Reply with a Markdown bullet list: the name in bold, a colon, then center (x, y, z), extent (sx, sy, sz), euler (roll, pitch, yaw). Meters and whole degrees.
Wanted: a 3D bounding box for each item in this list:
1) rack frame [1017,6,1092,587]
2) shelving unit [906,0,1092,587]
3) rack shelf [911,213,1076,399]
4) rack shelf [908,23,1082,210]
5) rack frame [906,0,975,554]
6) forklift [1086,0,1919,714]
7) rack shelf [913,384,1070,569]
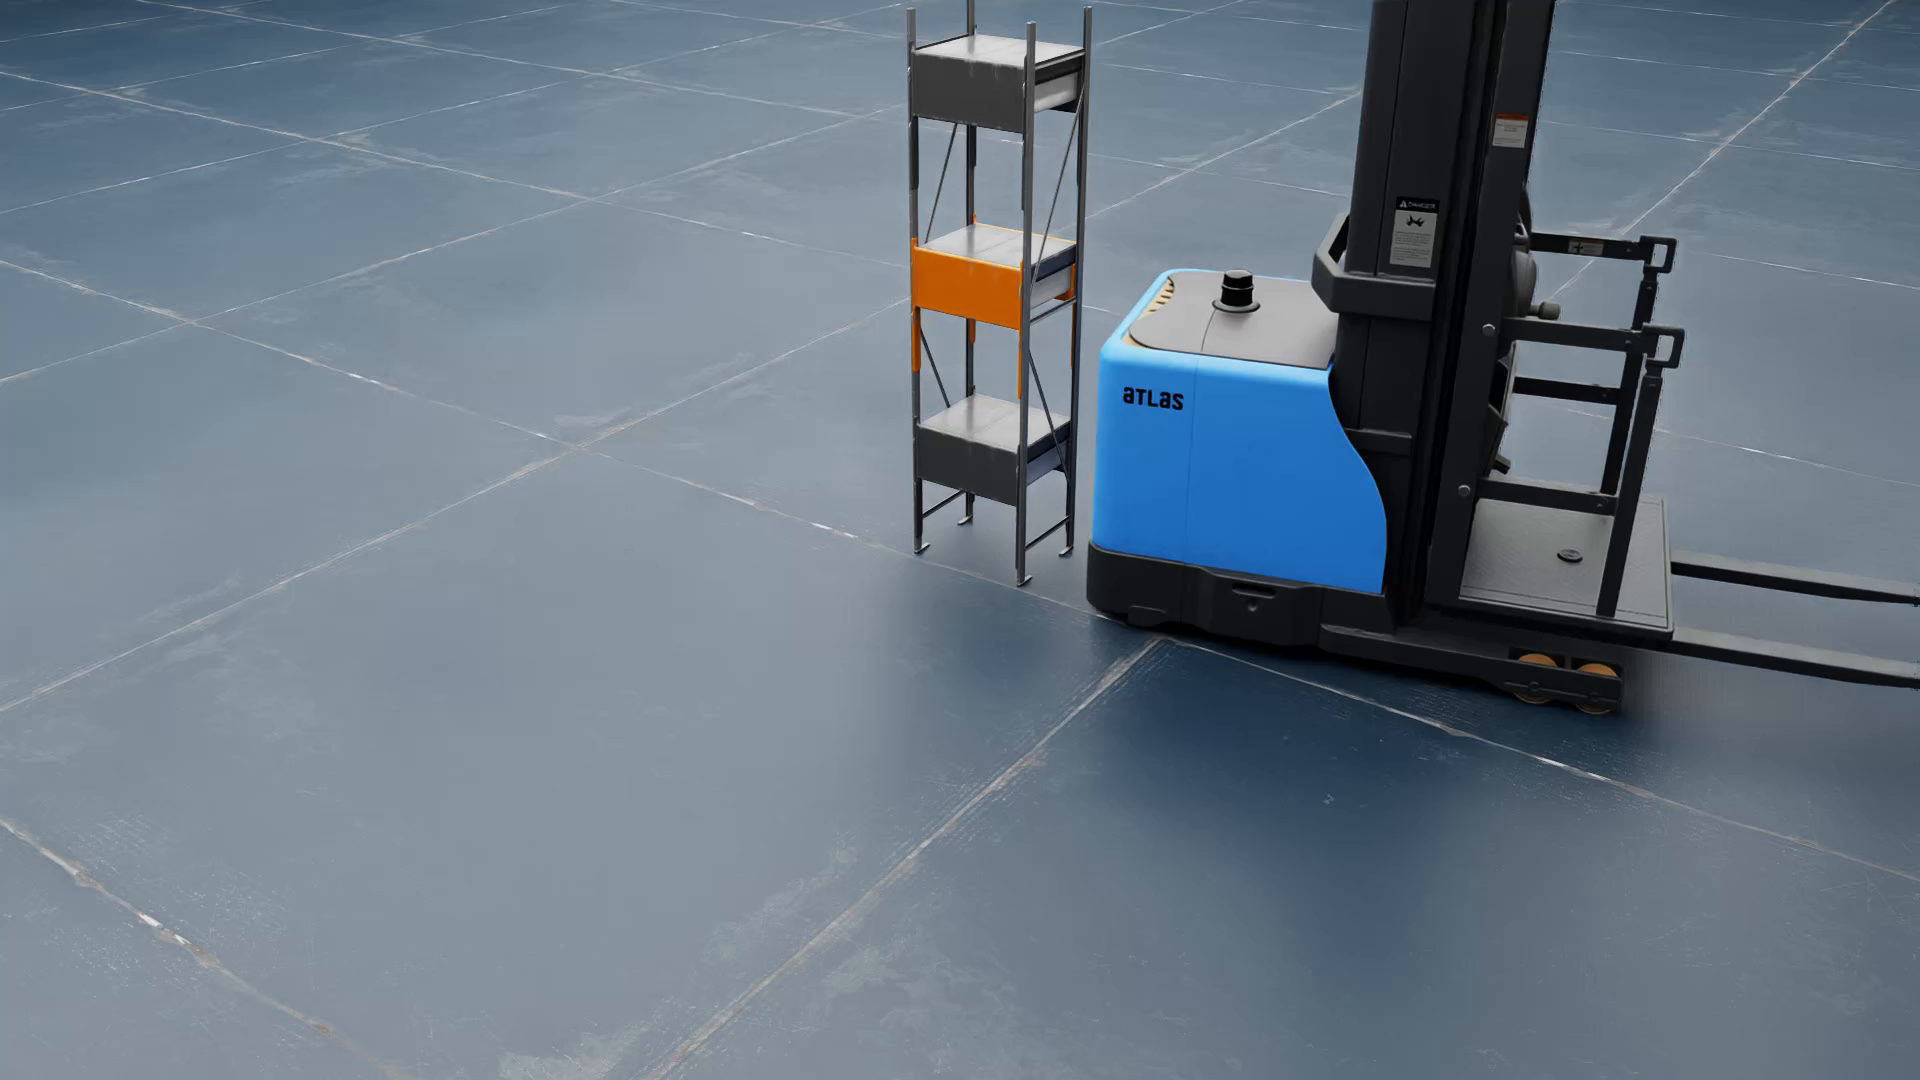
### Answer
- **rack frame**: center (0.338, -0.831, 6.067), extent (0.015, 2.100, 0.400), euler (17, 32, 30)
- **shelving unit**: center (0.136, -0.893, 6.190), extent (0.503, 2.100, 0.431), euler (17, 32, 30)
- **rack shelf**: center (0.136, -0.881, 6.196), extent (0.480, 0.518, 0.431), euler (17, 32, 30)
- **rack shelf**: center (0.136, -1.505, 5.879), extent (0.480, 0.518, 0.431), euler (17, 32, 30)
- **rack frame**: center (-0.065, -0.956, 6.313), extent (0.015, 2.100, 0.400), euler (17, 32, 30)
- **forklift**: center (2.041, -0.992, 5.467), extent (3.031, 2.935, 1.130), euler (9, 28, 17)
- **rack shelf**: center (0.136, -0.257, 6.514), extent (0.480, 0.518, 0.431), euler (17, 32, 30)
